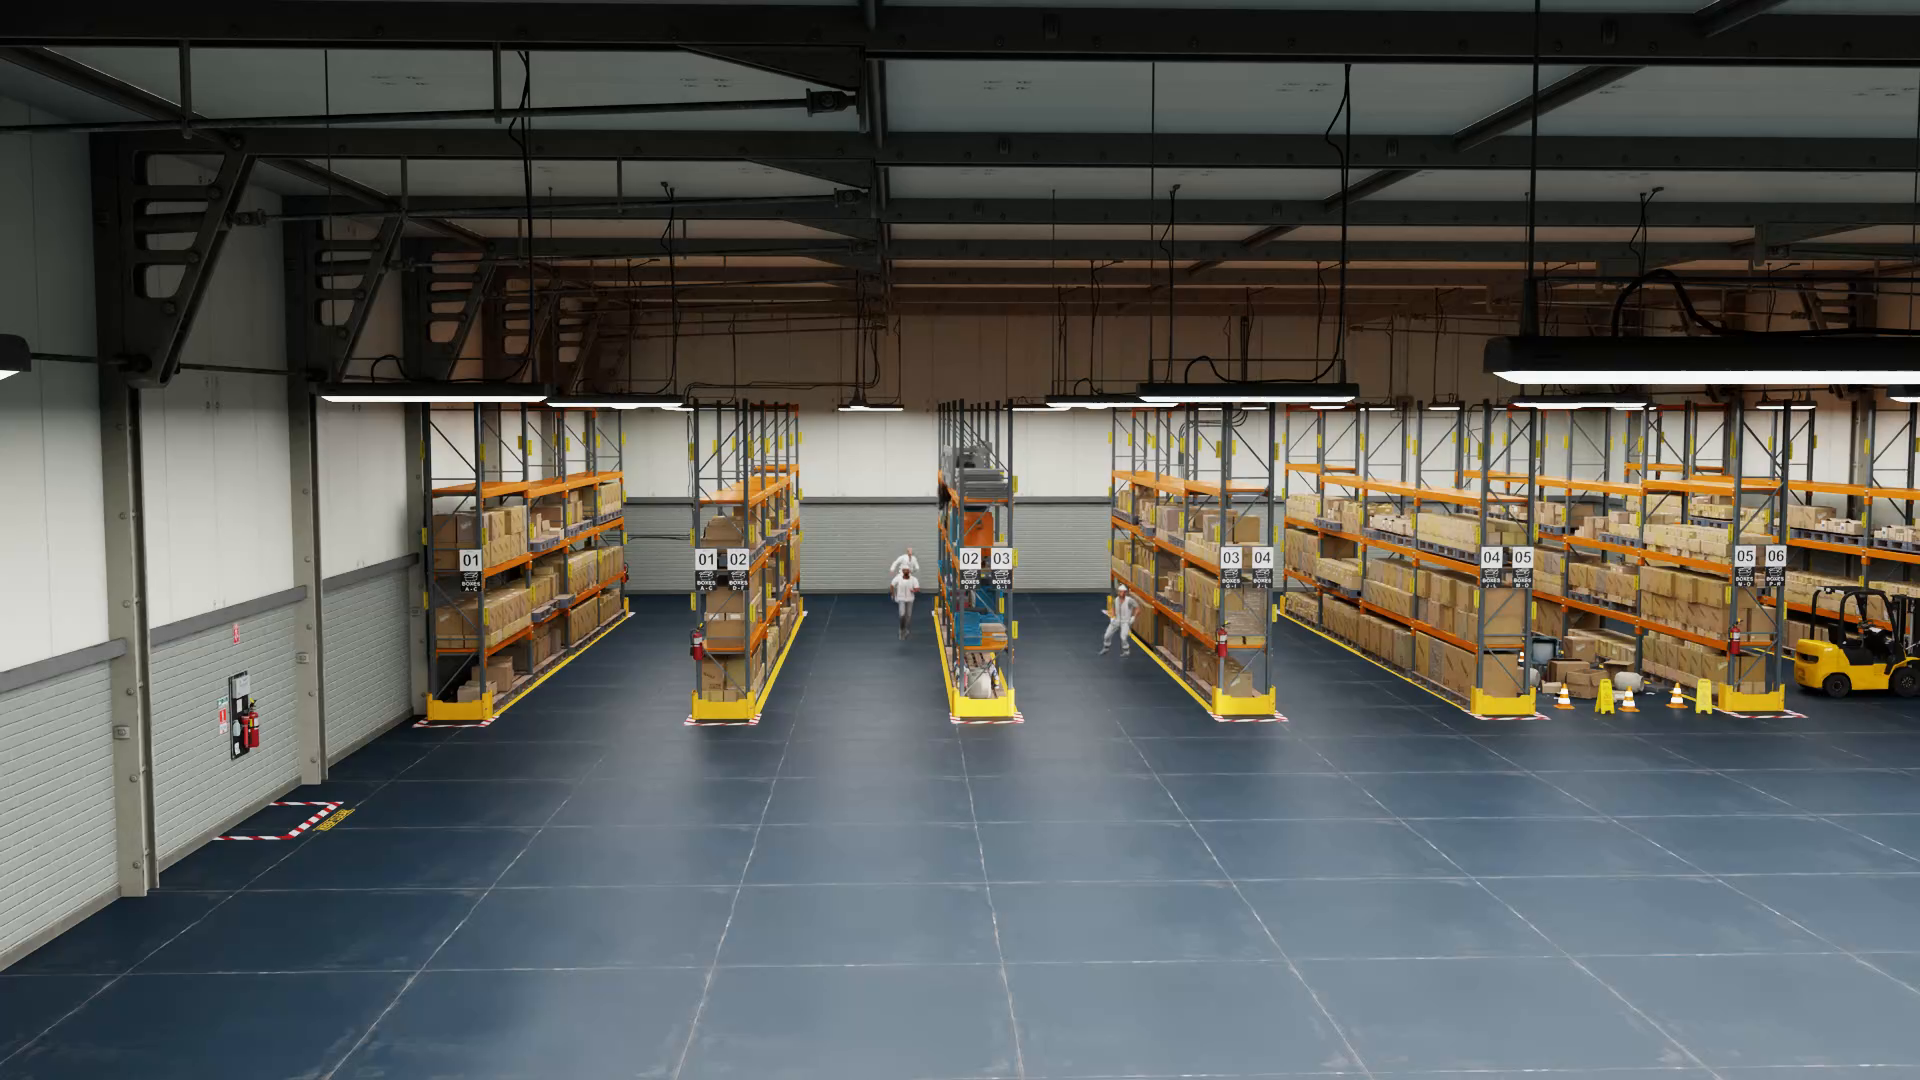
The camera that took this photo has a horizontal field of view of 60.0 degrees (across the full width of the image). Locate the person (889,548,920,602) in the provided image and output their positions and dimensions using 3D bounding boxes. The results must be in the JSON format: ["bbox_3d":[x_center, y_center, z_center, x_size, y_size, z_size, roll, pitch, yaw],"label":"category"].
[{"bbox_3d":[-1.620,1.109,50.343,0.921,1.635,0.728,-4,6,-41],"label":"person"}]

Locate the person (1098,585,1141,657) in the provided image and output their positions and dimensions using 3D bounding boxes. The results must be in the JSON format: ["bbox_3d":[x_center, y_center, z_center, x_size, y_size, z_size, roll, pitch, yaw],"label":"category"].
[{"bbox_3d":[3.554,1.814,37.385,0.972,1.630,0.463,3,5,37],"label":"person"}]

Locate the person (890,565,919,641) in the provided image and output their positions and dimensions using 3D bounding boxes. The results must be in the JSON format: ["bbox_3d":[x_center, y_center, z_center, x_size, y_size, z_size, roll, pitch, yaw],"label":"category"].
[{"bbox_3d":[-1.325,1.518,40.373,0.683,1.847,0.712,-1,4,-8],"label":"person"}]
